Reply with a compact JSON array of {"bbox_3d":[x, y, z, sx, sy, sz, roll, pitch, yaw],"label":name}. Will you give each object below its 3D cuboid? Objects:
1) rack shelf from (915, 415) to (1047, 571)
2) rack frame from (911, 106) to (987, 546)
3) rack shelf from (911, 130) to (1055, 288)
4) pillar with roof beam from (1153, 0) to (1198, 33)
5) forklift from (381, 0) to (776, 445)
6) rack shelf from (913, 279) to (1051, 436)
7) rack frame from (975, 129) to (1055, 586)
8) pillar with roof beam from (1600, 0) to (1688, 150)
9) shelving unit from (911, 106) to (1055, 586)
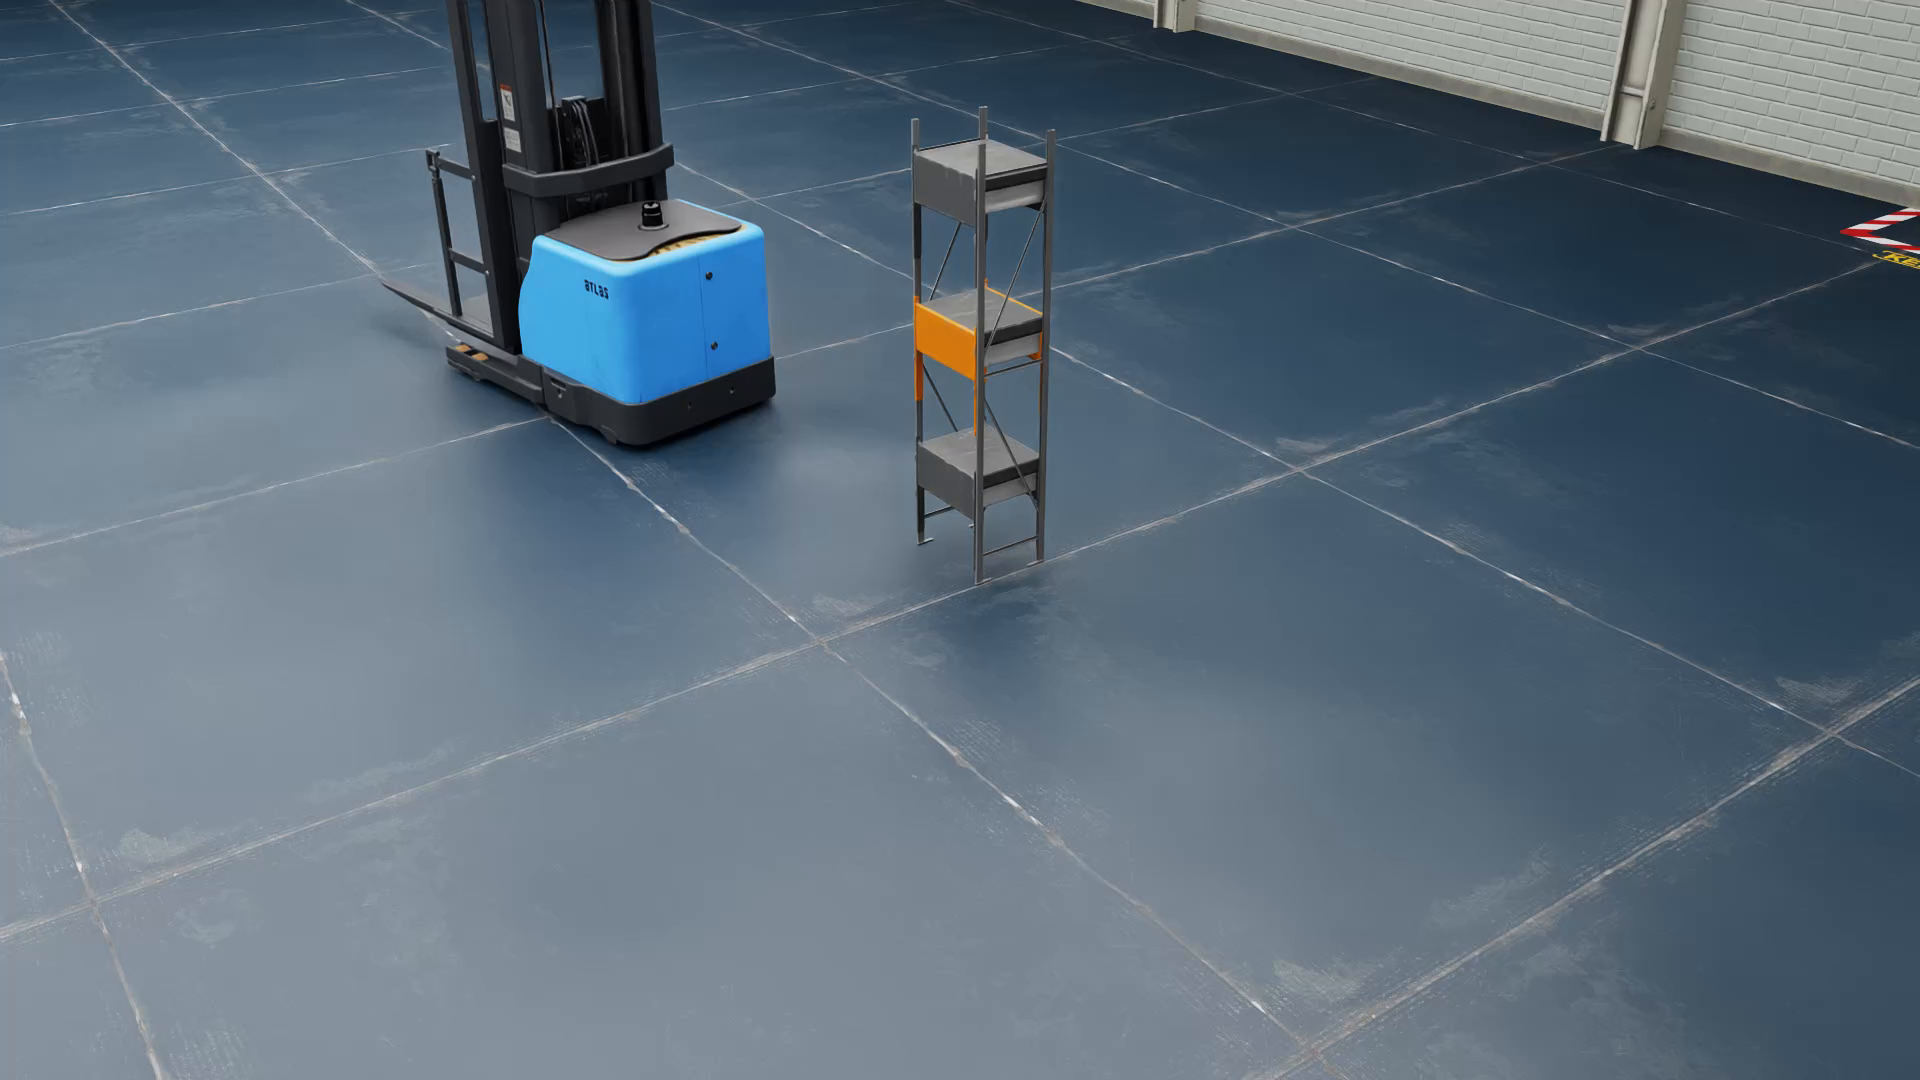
[{"bbox_3d":[0.096,-0.231,7.971,0.431,0.518,0.480,-19,34,-31],"label":"rack shelf"},{"bbox_3d":[-0.046,-0.953,7.805,0.400,2.100,0.015,-19,34,-31],"label":"rack frame"},{"bbox_3d":[0.096,-1.461,7.303,0.431,0.518,0.480,-19,34,-31],"label":"rack shelf"},{"bbox_3d":[-1.050,-8.624,14.701,9.100,9.000,0.400,-19,34,-31],"label":"pillar with roof beam"},{"bbox_3d":[-2.481,-2.401,9.601,3.031,2.935,1.130,25,37,38],"label":"forklift"},{"bbox_3d":[0.096,-0.846,7.637,0.431,0.518,0.480,-19,34,-31],"label":"rack shelf"},{"bbox_3d":[0.238,-0.763,7.456,0.400,2.100,0.015,-19,34,-31],"label":"rack frame"},{"bbox_3d":[2.431,-6.292,10.406,9.100,9.000,0.400,-19,34,-31],"label":"pillar with roof beam"},{"bbox_3d":[0.096,-0.858,7.630,0.431,2.100,0.503,-19,34,-31],"label":"shelving unit"}]
